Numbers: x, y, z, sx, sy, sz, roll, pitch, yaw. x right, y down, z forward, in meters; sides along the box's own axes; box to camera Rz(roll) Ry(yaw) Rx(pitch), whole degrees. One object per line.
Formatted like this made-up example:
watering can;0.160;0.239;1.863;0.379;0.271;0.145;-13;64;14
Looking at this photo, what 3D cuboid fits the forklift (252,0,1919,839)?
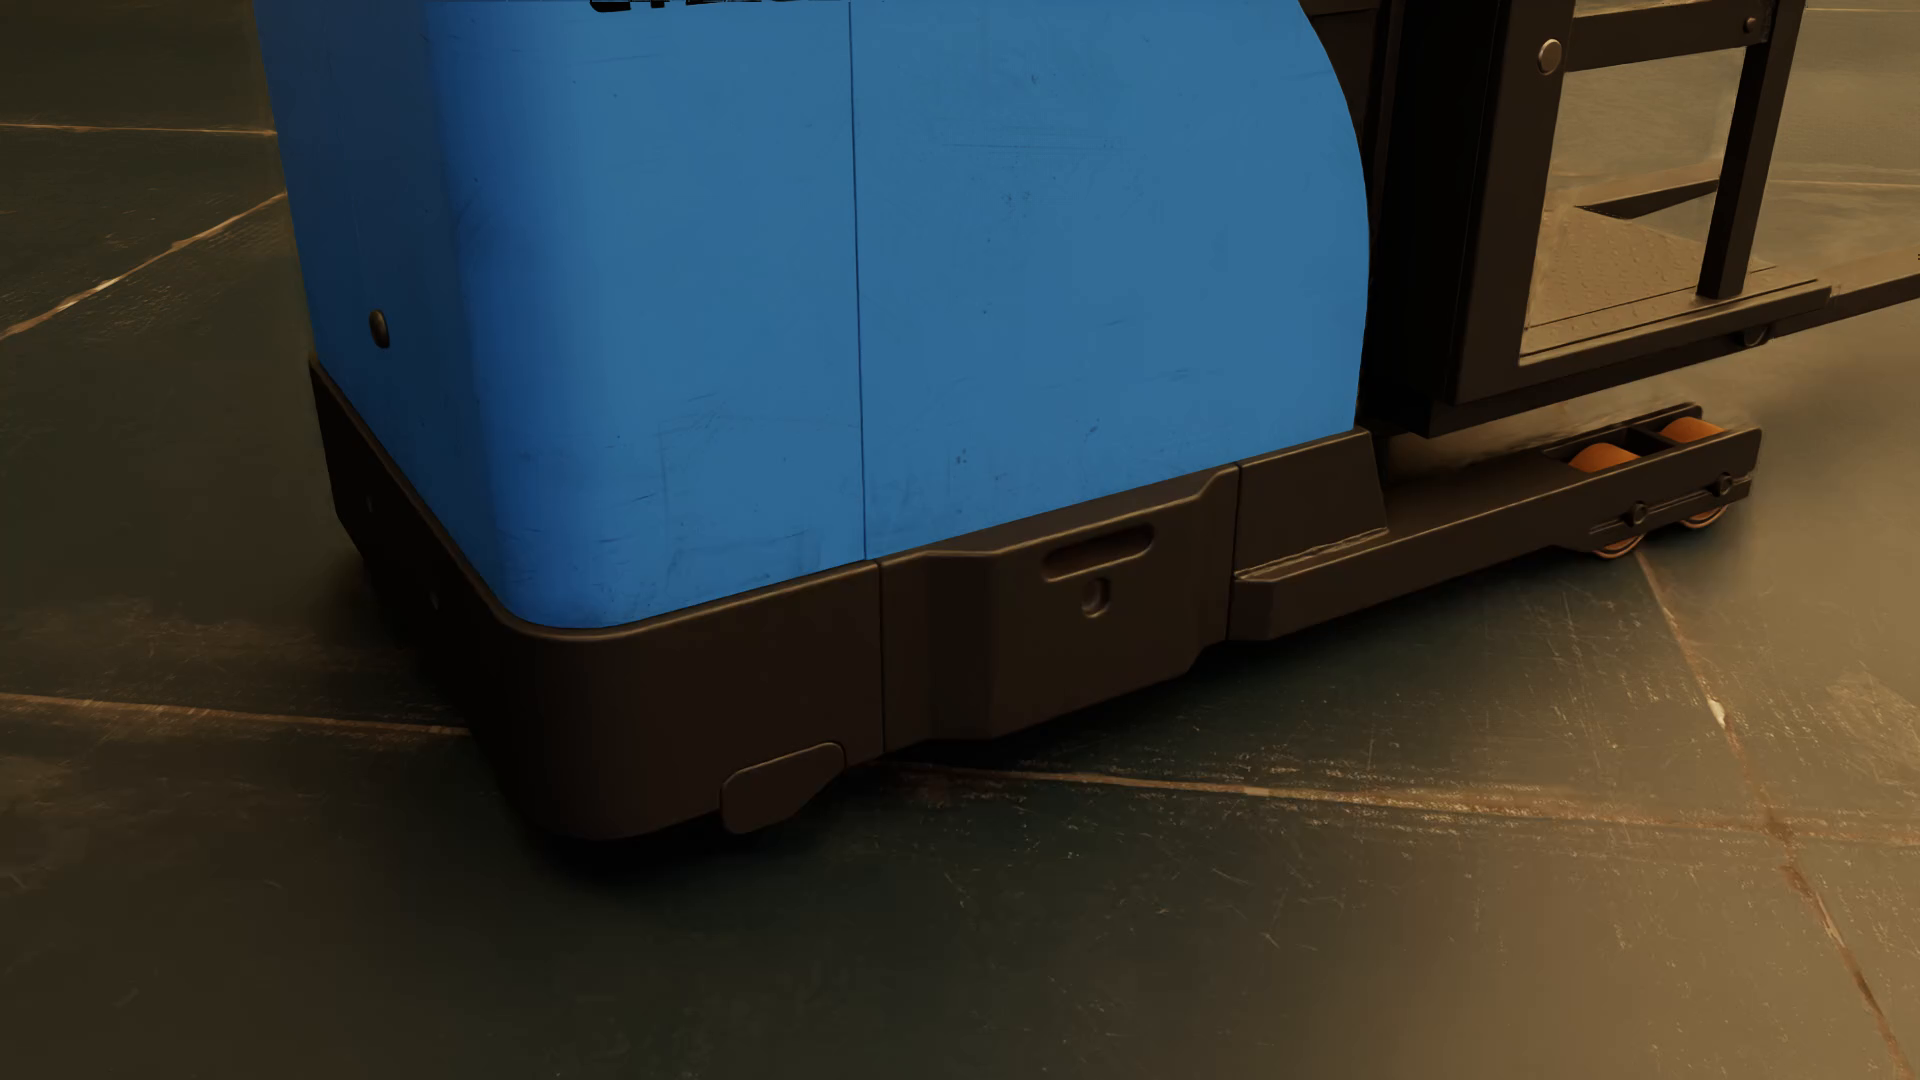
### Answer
forklift;0.614;-1.470;2.163;3.031;2.935;1.130;-15;30;-28
